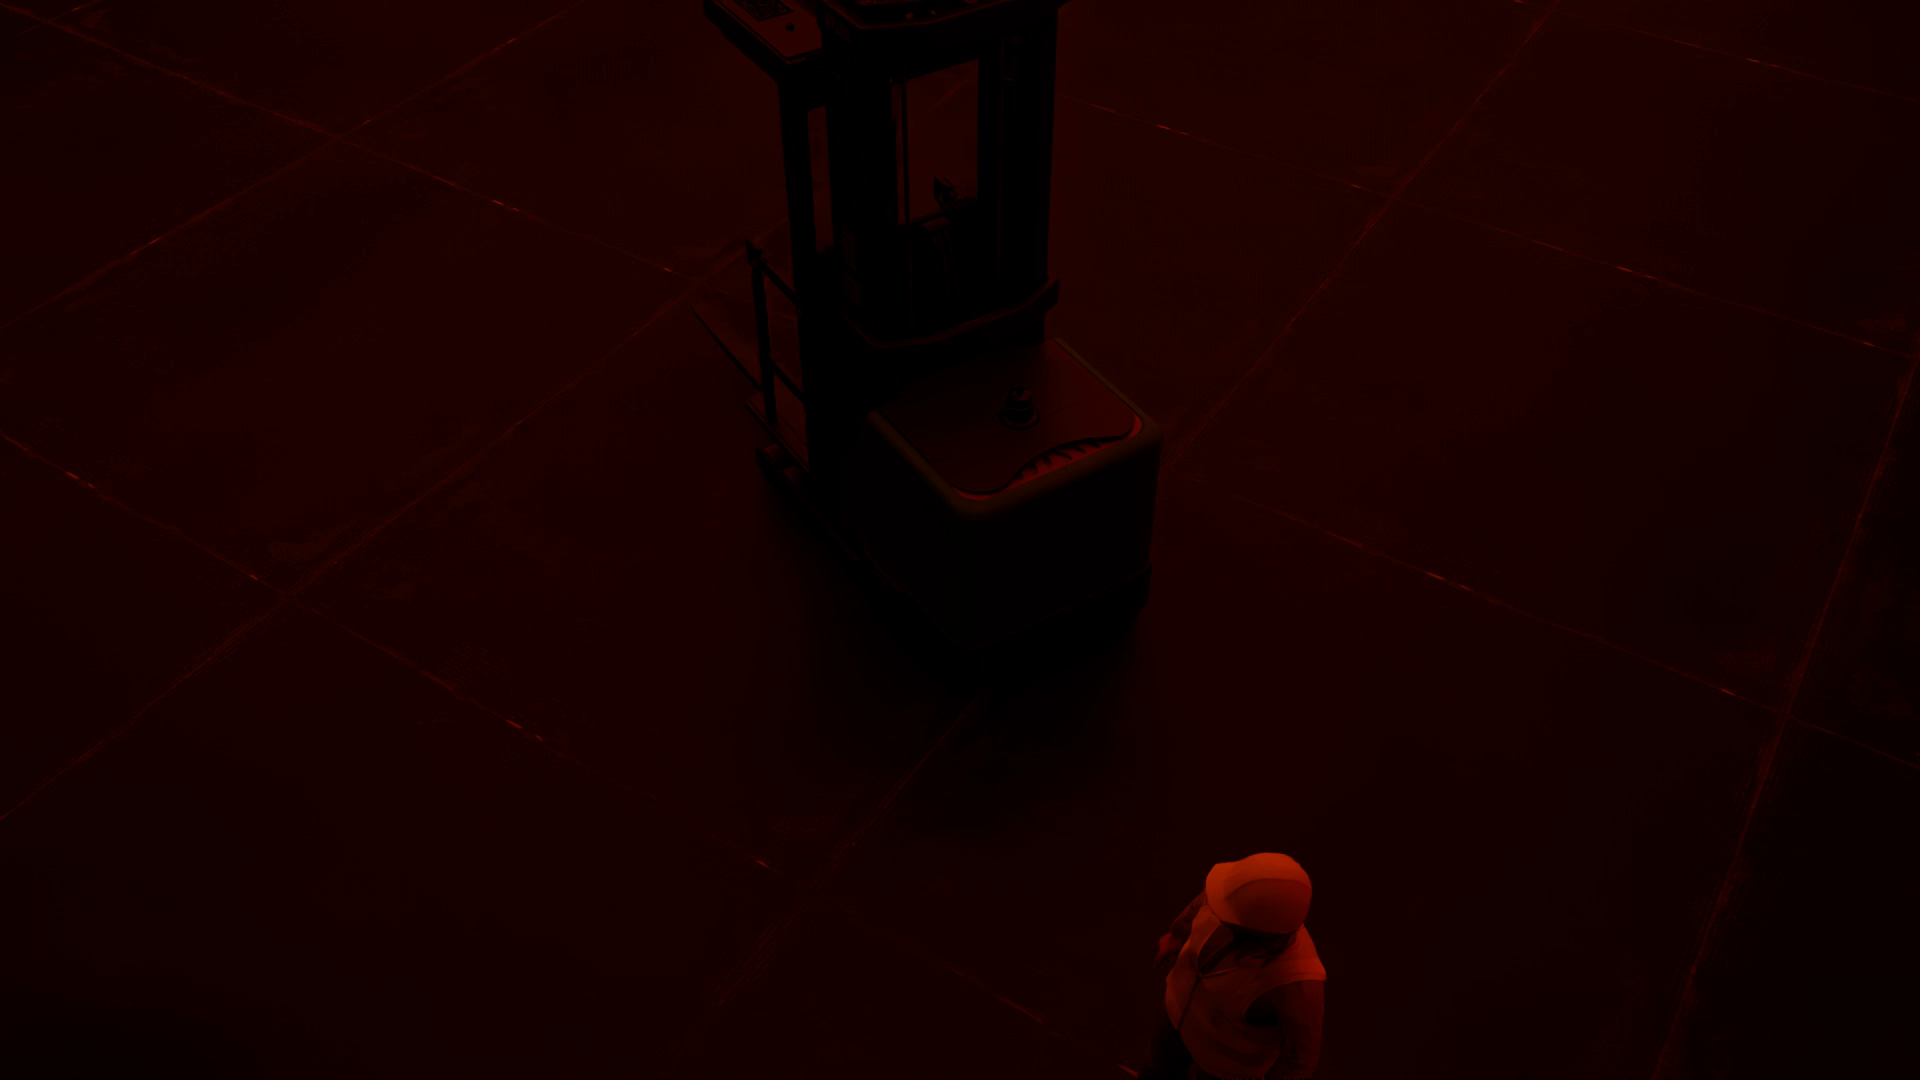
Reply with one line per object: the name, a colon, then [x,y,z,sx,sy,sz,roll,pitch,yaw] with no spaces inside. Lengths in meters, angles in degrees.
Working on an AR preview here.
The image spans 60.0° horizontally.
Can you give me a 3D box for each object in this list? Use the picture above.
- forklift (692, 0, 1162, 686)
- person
forklift: [-0.356,-1.421,7.348,1.130,2.935,3.031,-24,48,-23]
person: [0.748,1.507,5.101,0.544,1.774,0.688,-17,46,-17]
